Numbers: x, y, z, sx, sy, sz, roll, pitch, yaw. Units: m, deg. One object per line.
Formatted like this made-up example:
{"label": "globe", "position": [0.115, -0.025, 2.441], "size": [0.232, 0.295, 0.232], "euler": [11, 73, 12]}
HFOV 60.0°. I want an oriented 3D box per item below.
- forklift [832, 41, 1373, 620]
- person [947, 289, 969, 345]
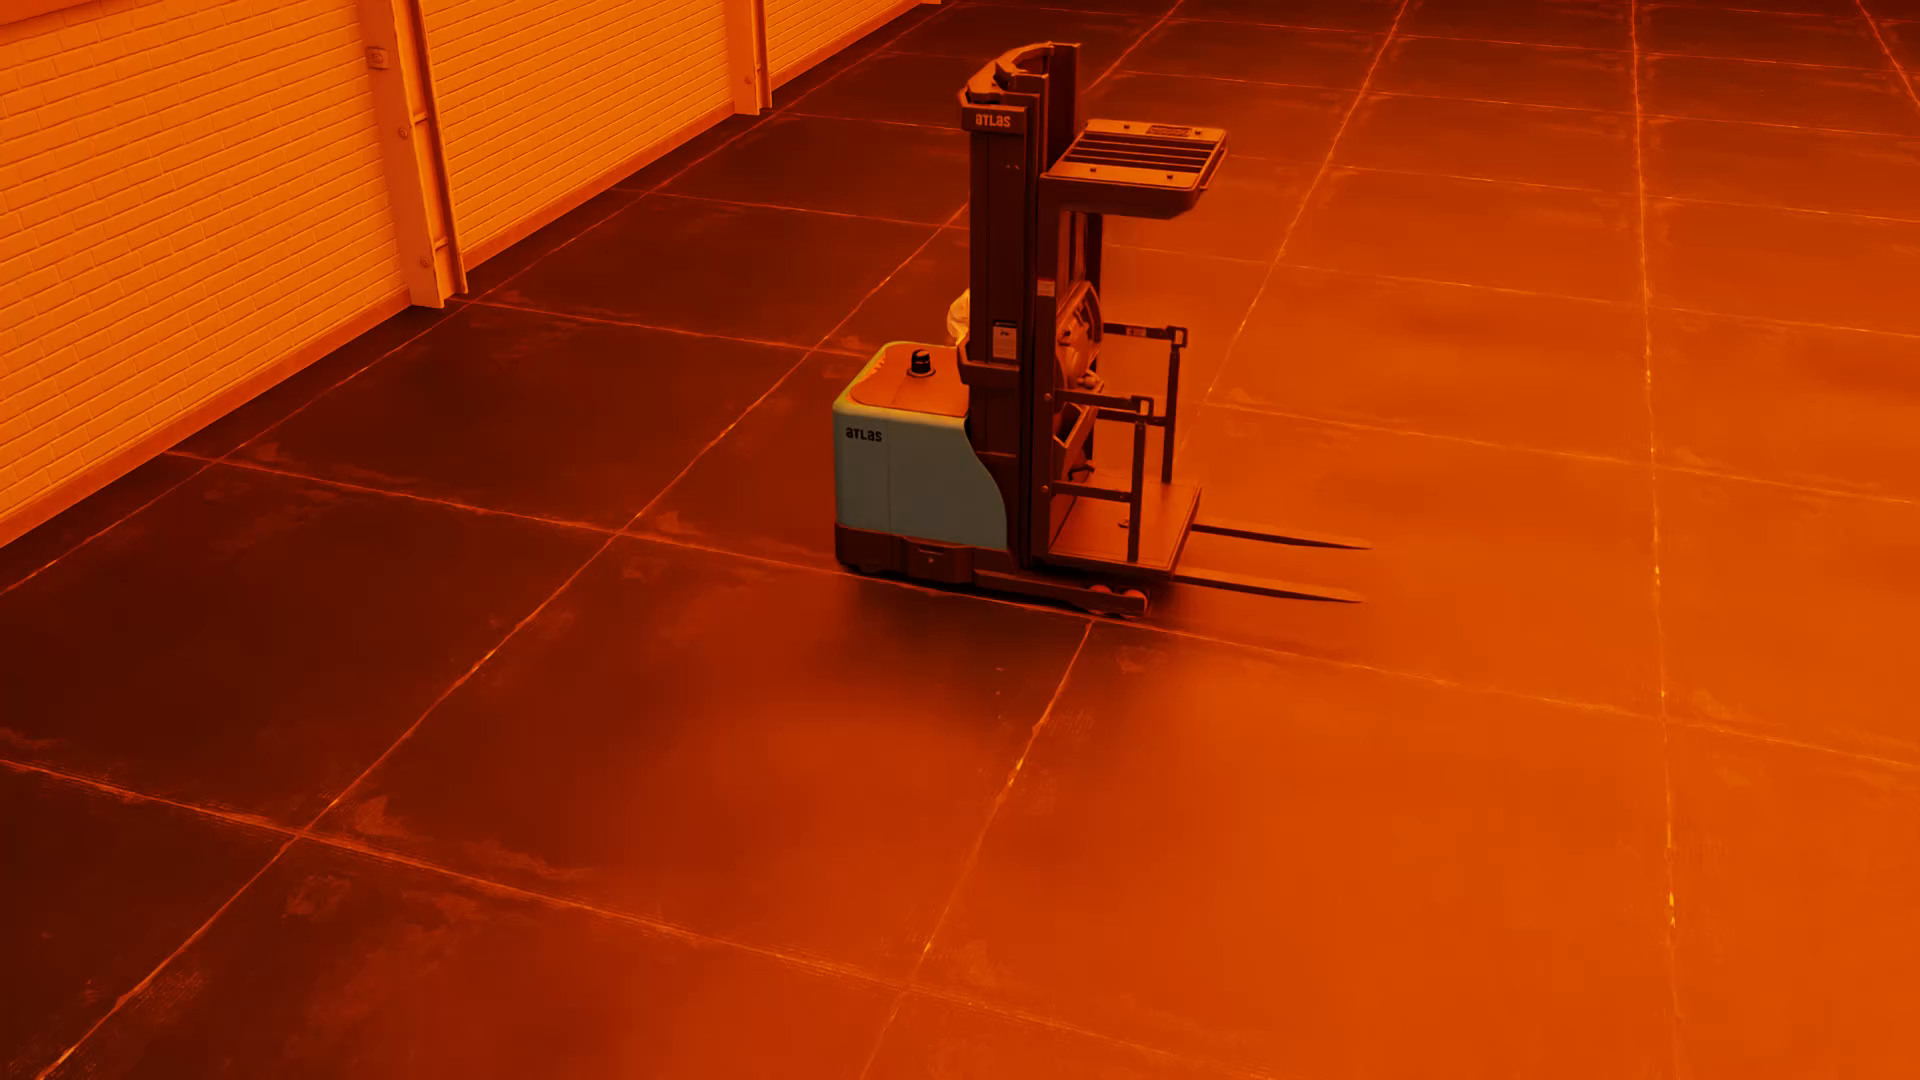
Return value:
{"label": "forklift", "position": [0.843, -1.119, 9.099], "size": [3.031, 2.935, 1.130], "euler": [9, 31, 15]}
{"label": "person", "position": [0.240, -1.775, 11.531], "size": [0.831, 1.676, 0.620], "euler": [-22, 37, -34]}
